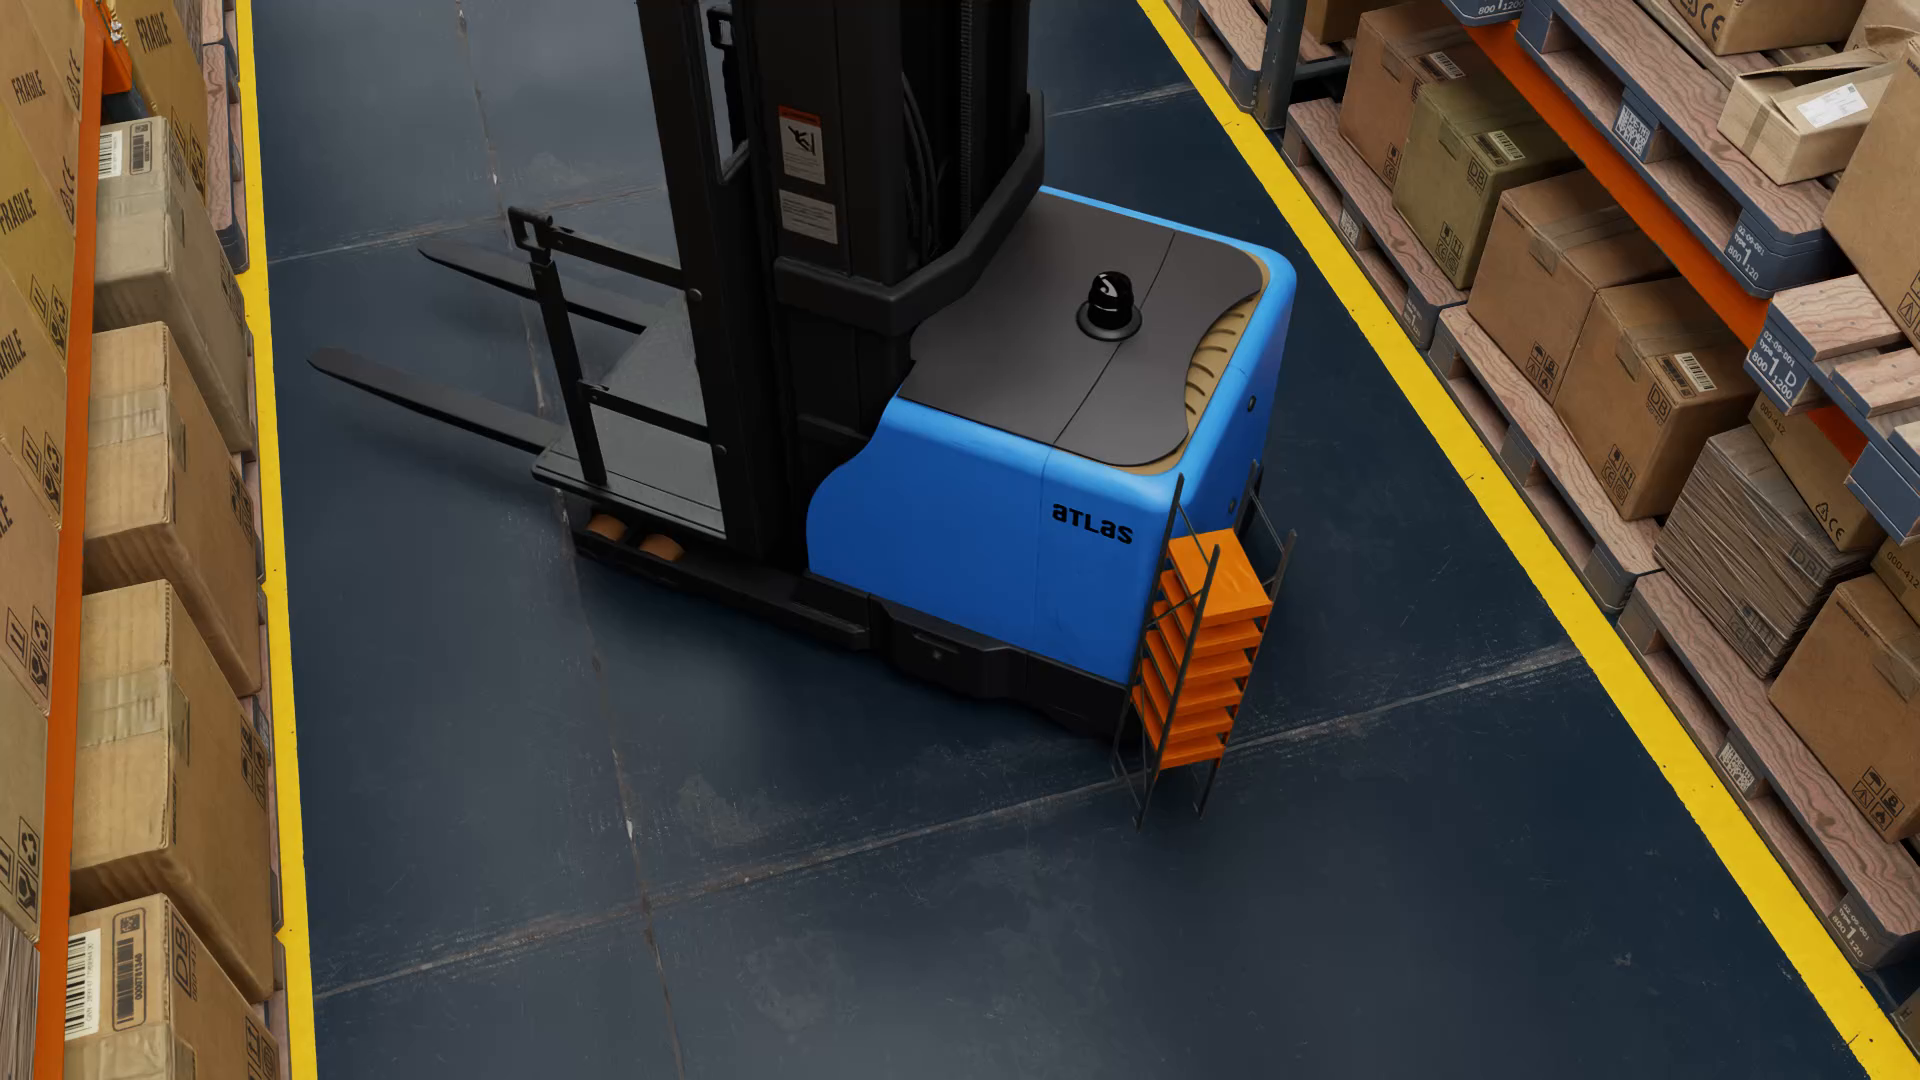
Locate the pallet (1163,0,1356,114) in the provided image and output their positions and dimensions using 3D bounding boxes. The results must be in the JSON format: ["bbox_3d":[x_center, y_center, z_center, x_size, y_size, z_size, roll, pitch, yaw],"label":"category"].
[{"bbox_3d":[1.440,-2.327,7.074,1.003,0.211,1.213,-13,51,-11],"label":"pallet"}]

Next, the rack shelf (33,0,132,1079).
[{"bbox_3d":[-2.504,-0.003,3.762,1.077,0.370,4.000,-13,51,-11],"label":"rack shelf"}]

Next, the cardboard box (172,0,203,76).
[{"bbox_3d":[-3.485,-2.279,6.325,0.875,0.875,0.875,-13,51,-11],"label":"cardboard box"}]

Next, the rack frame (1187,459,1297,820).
[{"bbox_3d":[0.672,0.294,4.218,0.006,1.200,0.240,-10,51,-13],"label":"rack frame"}]

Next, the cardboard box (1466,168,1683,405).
[{"bbox_3d":[2.122,-0.865,5.365,0.700,0.500,0.500,-17,52,-14],"label":"cardboard box"}]

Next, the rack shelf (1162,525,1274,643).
[{"bbox_3d":[0.606,0.103,3.959,0.180,0.103,0.258,-10,51,-13],"label":"rack shelf"}]

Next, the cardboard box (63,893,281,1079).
[{"bbox_3d":[-2.007,1.350,3.347,1.050,0.750,0.750,-14,51,-11],"label":"cardboard box"}]

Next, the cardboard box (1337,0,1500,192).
[{"bbox_3d":[1.833,-1.627,6.006,0.700,0.500,0.500,-17,52,-14],"label":"cardboard box"}]

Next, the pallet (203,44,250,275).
[{"bbox_3d":[-3.246,-1.370,6.267,1.003,0.211,1.213,-13,51,-11],"label":"pallet"}]

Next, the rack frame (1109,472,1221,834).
[{"bbox_3d":[0.497,0.325,4.175,0.006,1.200,0.240,-10,51,-13],"label":"rack frame"}]

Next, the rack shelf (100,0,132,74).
[{"bbox_3d":[-3.687,-2.925,6.224,1.077,0.370,4.000,-13,51,-11],"label":"rack shelf"}]

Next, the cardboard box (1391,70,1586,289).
[{"bbox_3d":[1.956,-1.274,5.709,0.700,0.500,0.500,-14,51,-11],"label":"cardboard box"}]

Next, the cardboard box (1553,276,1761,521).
[{"bbox_3d":[2.287,-0.458,5.021,0.700,0.500,0.500,-9,51,-8],"label":"cardboard box"}]

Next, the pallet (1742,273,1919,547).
[{"bbox_3d":[2.542,-0.257,3.630,1.213,0.211,1.003,-13,51,-11],"label":"pallet"}]

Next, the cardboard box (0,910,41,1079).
[{"bbox_3d":[-1.788,0.804,2.545,0.500,0.500,0.500,-13,51,-11],"label":"cardboard box"}]

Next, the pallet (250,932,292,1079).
[{"bbox_3d":[-2.074,1.531,3.821,1.003,0.211,1.213,-13,51,-11],"label":"pallet"}]

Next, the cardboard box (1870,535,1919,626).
[{"bbox_3d":[2.628,0.117,4.046,0.500,0.250,0.500,-11,51,-9],"label":"cardboard box"}]

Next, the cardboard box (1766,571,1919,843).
[{"bbox_3d":[2.638,0.357,4.334,0.700,0.500,0.500,-16,52,-13],"label":"cardboard box"}]

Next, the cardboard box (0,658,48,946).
[{"bbox_3d":[-1.941,0.434,2.857,0.500,0.500,0.500,-14,51,-11],"label":"cardboard box"}]

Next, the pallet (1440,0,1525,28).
[{"bbox_3d":[1.759,-2.091,5.176,1.003,0.211,1.213,-13,51,-11],"label":"pallet"}]

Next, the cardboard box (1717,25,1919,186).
[{"bbox_3d":[2.104,-1.071,4.004,0.396,0.266,0.258,-15,51,-12],"label":"cardboard box"}]

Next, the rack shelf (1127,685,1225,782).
[{"bbox_3d":[0.566,0.495,4.411,0.180,0.103,0.258,-10,51,-13],"label":"rack shelf"}]

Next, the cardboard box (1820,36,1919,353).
[{"bbox_3d":[2.396,-0.760,3.589,0.700,0.500,0.500,-7,50,-6],"label":"cardboard box"}]

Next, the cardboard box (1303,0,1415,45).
[{"bbox_3d":[1.592,-2.375,6.650,0.500,0.500,0.500,-15,51,-12],"label":"cardboard box"}]

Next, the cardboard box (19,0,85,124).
[{"bbox_3d":[-2.686,-1.408,4.409,0.500,0.500,0.500,-14,51,-11],"label":"cardboard box"}]

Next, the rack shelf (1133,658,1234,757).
[{"bbox_3d":[0.574,0.417,4.321,0.180,0.103,0.258,-10,51,-13],"label":"rack shelf"}]

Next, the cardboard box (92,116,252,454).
[{"bbox_3d":[-2.826,-0.673,5.052,1.050,0.750,0.750,-14,51,-11],"label":"cardboard box"}]

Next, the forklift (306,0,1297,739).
[{"bbox_3d":[-0.634,-1.152,4.304,3.031,2.935,1.130,19,52,15],"label":"forklift"}]

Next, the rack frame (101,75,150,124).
[{"bbox_3d":[-3.096,-1.696,4.718,1.000,3.000,0.127,-13,51,-11],"label":"rack frame"}]

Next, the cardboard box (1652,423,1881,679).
[{"bbox_3d":[2.461,-0.045,4.674,0.700,0.500,0.500,-17,52,-14],"label":"cardboard box"}]

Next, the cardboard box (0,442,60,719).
[{"bbox_3d":[-2.090,0.065,3.168,0.500,0.500,0.500,-13,51,-11],"label":"cardboard box"}]

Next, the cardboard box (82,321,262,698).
[{"bbox_3d":[-2.545,0.032,4.458,1.050,0.750,0.750,-13,51,-11],"label":"cardboard box"}]

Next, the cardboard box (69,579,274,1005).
[{"bbox_3d":[-2.269,0.712,3.884,1.050,0.750,0.750,-13,51,-10],"label":"cardboard box"}]

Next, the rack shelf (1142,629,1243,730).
[{"bbox_3d":[0.582,0.338,4.230,0.180,0.103,0.258,-10,51,-13],"label":"rack shelf"}]

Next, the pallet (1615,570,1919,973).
[{"bbox_3d":[2.625,0.505,4.686,1.003,0.211,1.213,-13,51,-11],"label":"pallet"}]

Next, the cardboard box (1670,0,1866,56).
[{"bbox_3d":[2.273,-1.667,4.351,0.797,0.503,0.637,-9,50,-7],"label":"cardboard box"}]

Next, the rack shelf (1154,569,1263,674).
[{"bbox_3d":[0.598,0.182,4.049,0.180,0.103,0.258,-10,51,-13],"label":"rack shelf"}]

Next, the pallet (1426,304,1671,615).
[{"bbox_3d":[2.268,-0.384,5.436,1.003,0.211,1.213,-13,51,-11],"label":"pallet"}]

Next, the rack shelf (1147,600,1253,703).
[{"bbox_3d":[0.590,0.260,4.140,0.180,0.103,0.258,-10,51,-13],"label":"rack shelf"}]

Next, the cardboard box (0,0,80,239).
[{"bbox_3d":[-2.537,-1.039,4.098,0.500,0.500,0.500,-14,51,-11],"label":"cardboard box"}]

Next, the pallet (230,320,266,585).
[{"bbox_3d":[-2.796,-0.251,5.323,1.003,0.211,1.213,-13,51,-11],"label":"pallet"}]

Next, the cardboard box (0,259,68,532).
[{"bbox_3d":[-2.235,-0.299,3.475,0.500,0.500,0.500,-14,51,-11],"label":"cardboard box"}]

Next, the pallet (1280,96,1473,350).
[{"bbox_3d":[1.904,-1.277,6.188,1.003,0.211,1.213,-13,51,-11],"label":"pallet"}]

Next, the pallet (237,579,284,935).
[{"bbox_3d":[-2.431,0.642,4.571,1.003,0.211,1.213,-13,51,-11],"label":"pallet"}]

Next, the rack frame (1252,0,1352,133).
[{"bbox_3d":[1.672,-2.744,5.601,1.000,3.000,0.127,-13,51,-11],"label":"rack frame"}]

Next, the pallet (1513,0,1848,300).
[{"bbox_3d":[2.230,-1.197,4.423,1.003,0.211,1.213,-13,51,-11],"label":"pallet"}]

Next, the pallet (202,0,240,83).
[{"bbox_3d":[-3.611,-2.263,7.020,1.003,0.211,1.213,-13,51,-11],"label":"pallet"}]

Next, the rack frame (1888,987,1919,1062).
[{"bbox_3d":[2.855,0.178,3.138,1.000,3.000,0.127,-13,51,-11],"label":"rack frame"}]

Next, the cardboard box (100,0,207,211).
[{"bbox_3d":[-3.215,-1.622,5.770,0.875,0.875,0.875,-13,51,-10],"label":"cardboard box"}]

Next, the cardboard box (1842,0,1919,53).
[{"bbox_3d":[2.579,-1.185,4.111,0.500,0.250,0.500,-15,51,-12],"label":"cardboard box"}]

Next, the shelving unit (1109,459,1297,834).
[{"bbox_3d":[0.585,0.309,4.197,0.189,1.200,0.258,-10,51,-13],"label":"shelving unit"}]

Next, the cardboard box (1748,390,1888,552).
[{"bbox_3d":[2.462,-0.268,4.371,0.500,0.250,0.500,-8,50,-7],"label":"cardboard box"}]

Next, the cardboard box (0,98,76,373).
[{"bbox_3d":[-2.387,-0.669,3.787,0.500,0.500,0.500,-13,51,-11],"label":"cardboard box"}]
